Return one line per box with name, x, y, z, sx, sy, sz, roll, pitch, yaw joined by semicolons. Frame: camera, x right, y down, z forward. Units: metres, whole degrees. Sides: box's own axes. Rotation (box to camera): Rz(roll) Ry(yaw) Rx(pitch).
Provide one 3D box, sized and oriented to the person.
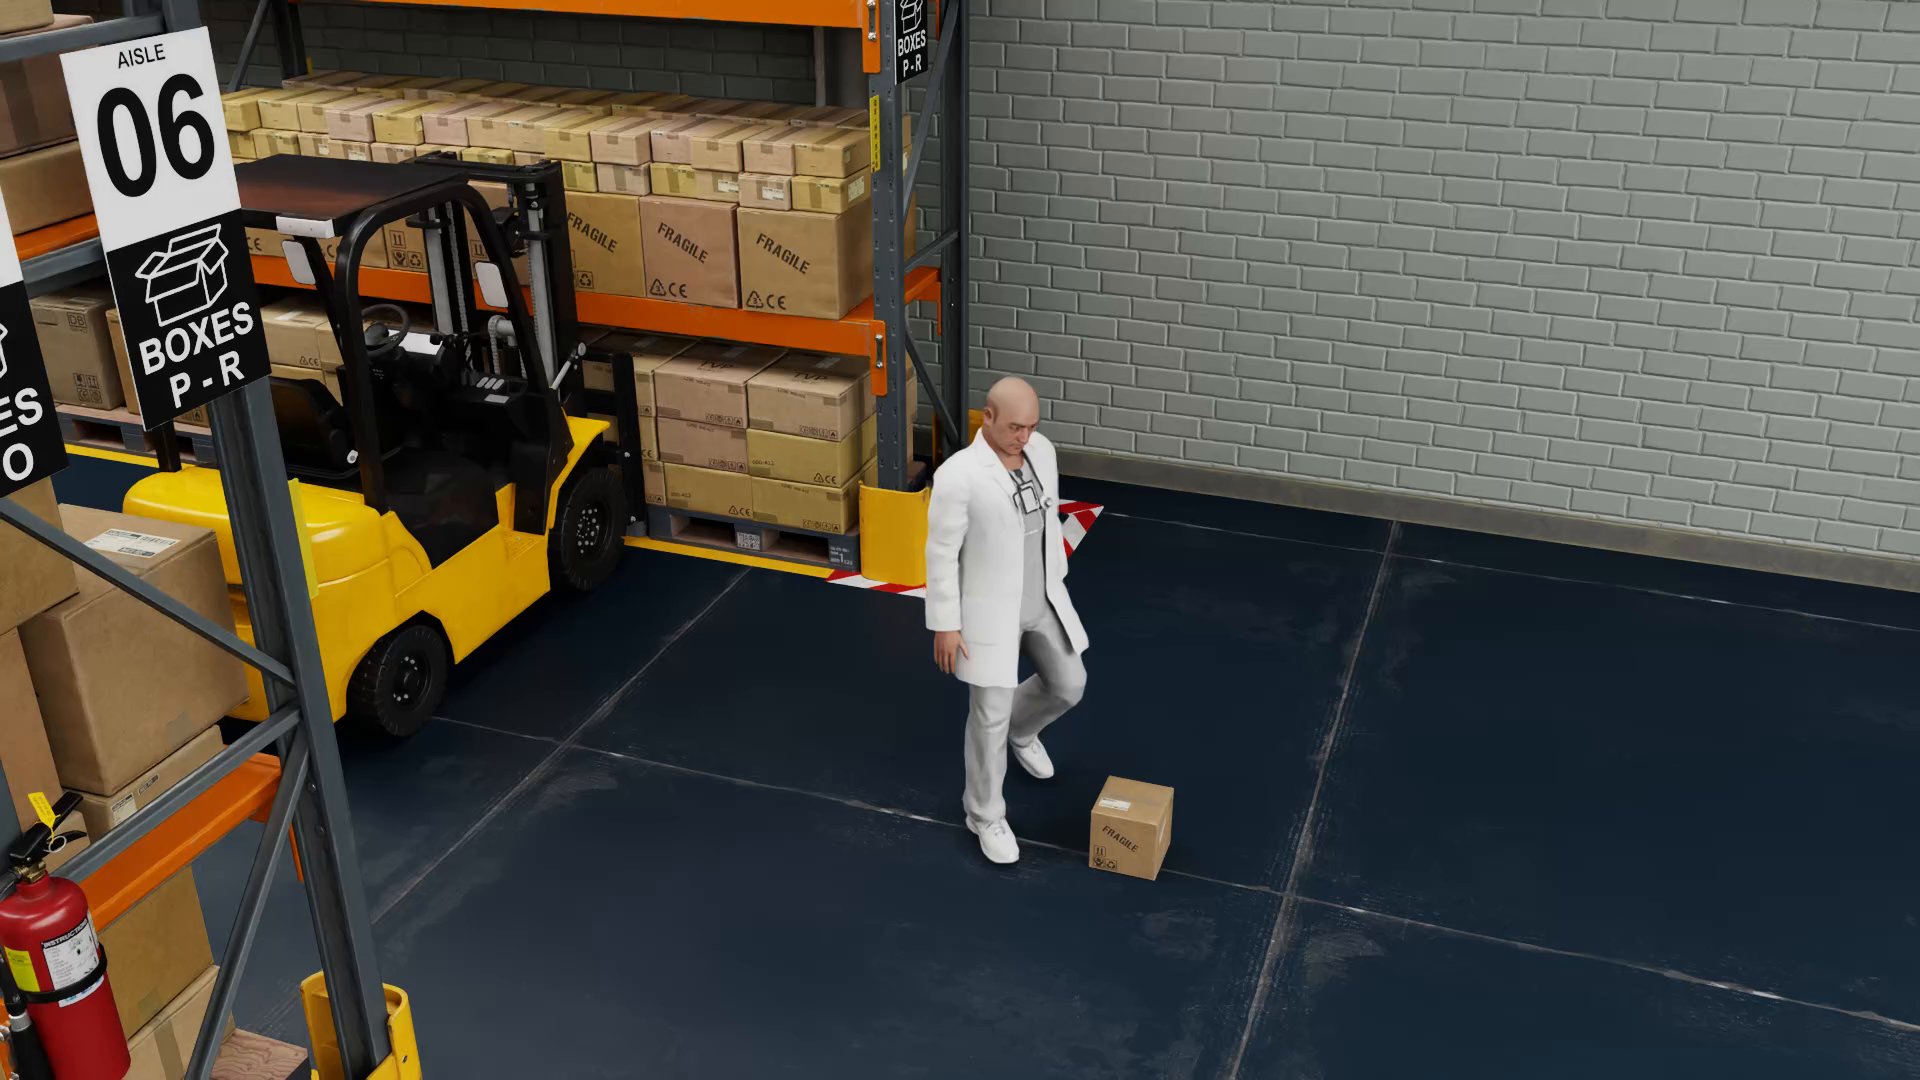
person;0.164;0.269;6.077;0.677;1.721;0.632;-19;32;-35
